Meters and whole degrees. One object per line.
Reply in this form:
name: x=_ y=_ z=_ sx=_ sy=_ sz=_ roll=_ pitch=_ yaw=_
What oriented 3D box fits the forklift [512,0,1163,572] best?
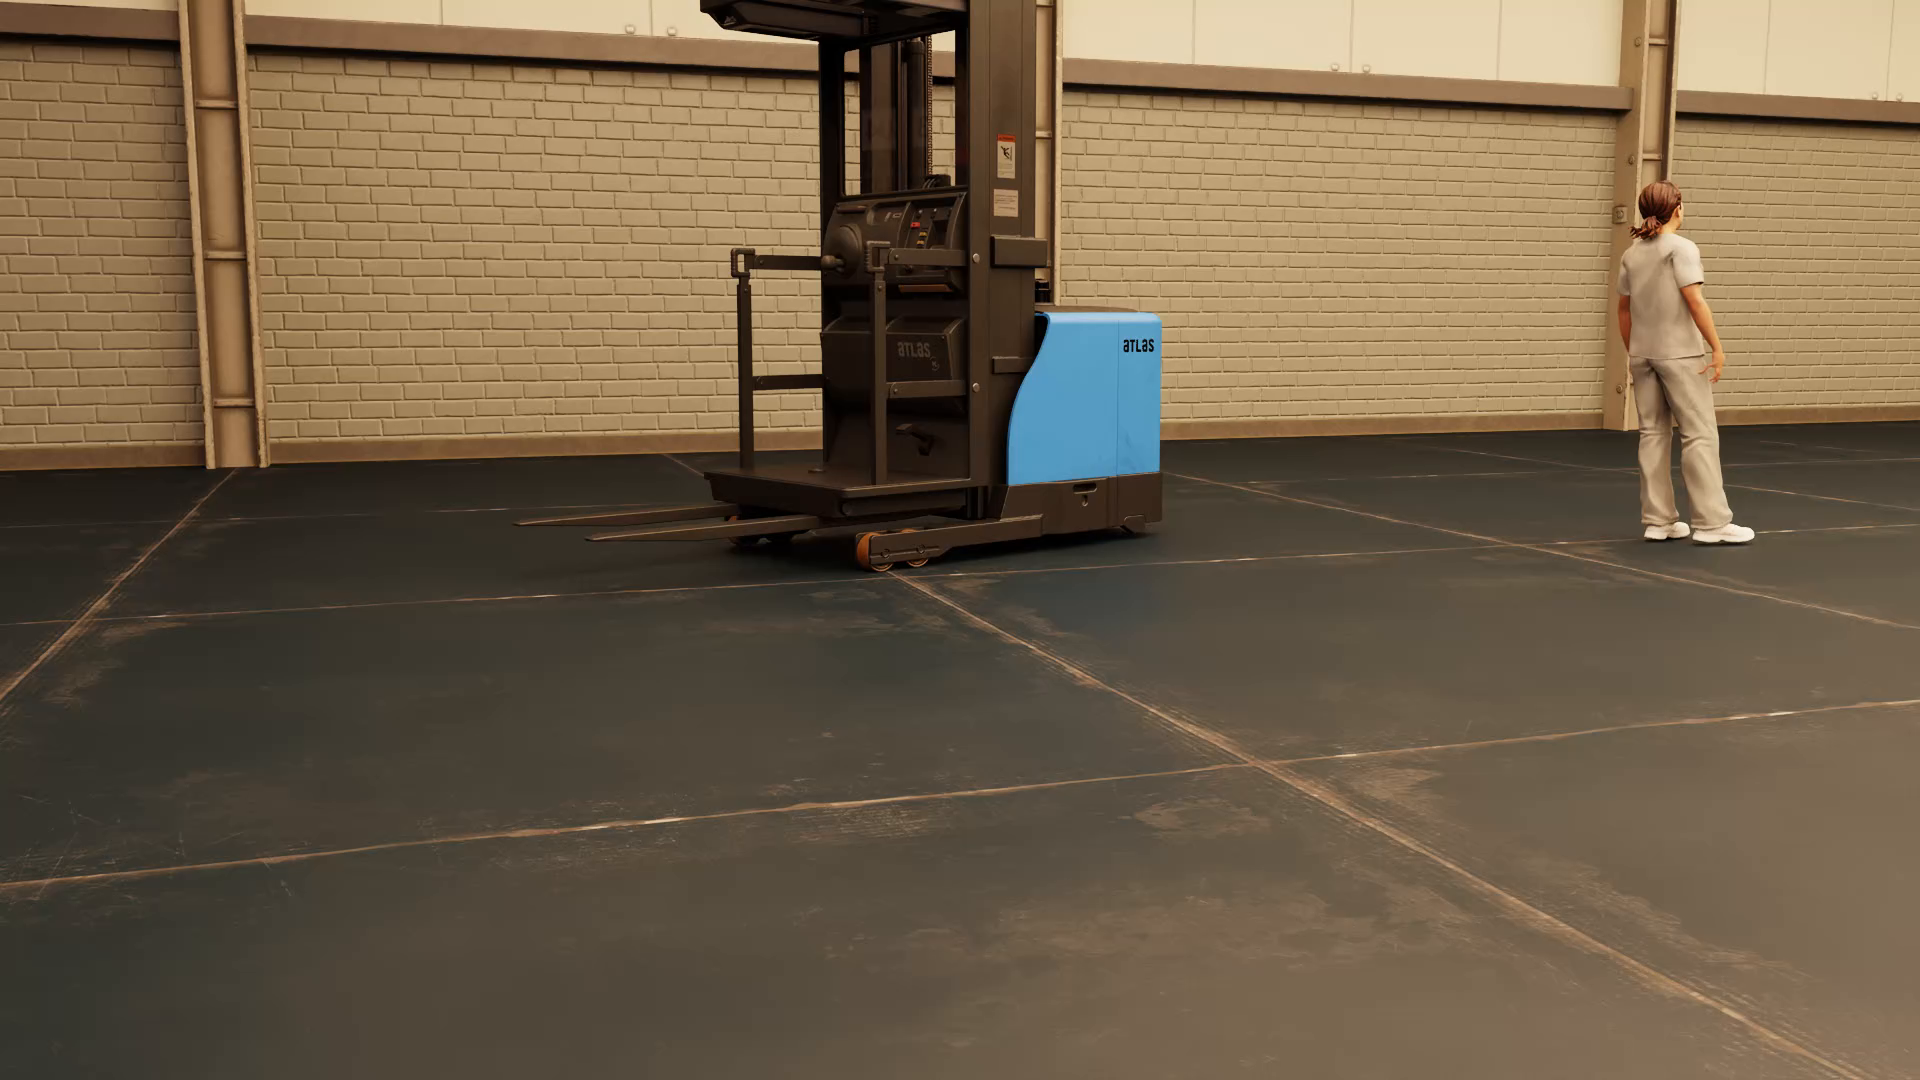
forklift: x=-0.461 y=-1.399 z=7.333 sx=3.031 sy=2.935 sz=1.130 roll=-7 pitch=10 yaw=-40

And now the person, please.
person: x=3.377 y=-0.837 z=7.806 sx=0.549 sy=1.674 sz=0.551 roll=-4 pitch=9 yaw=-24
